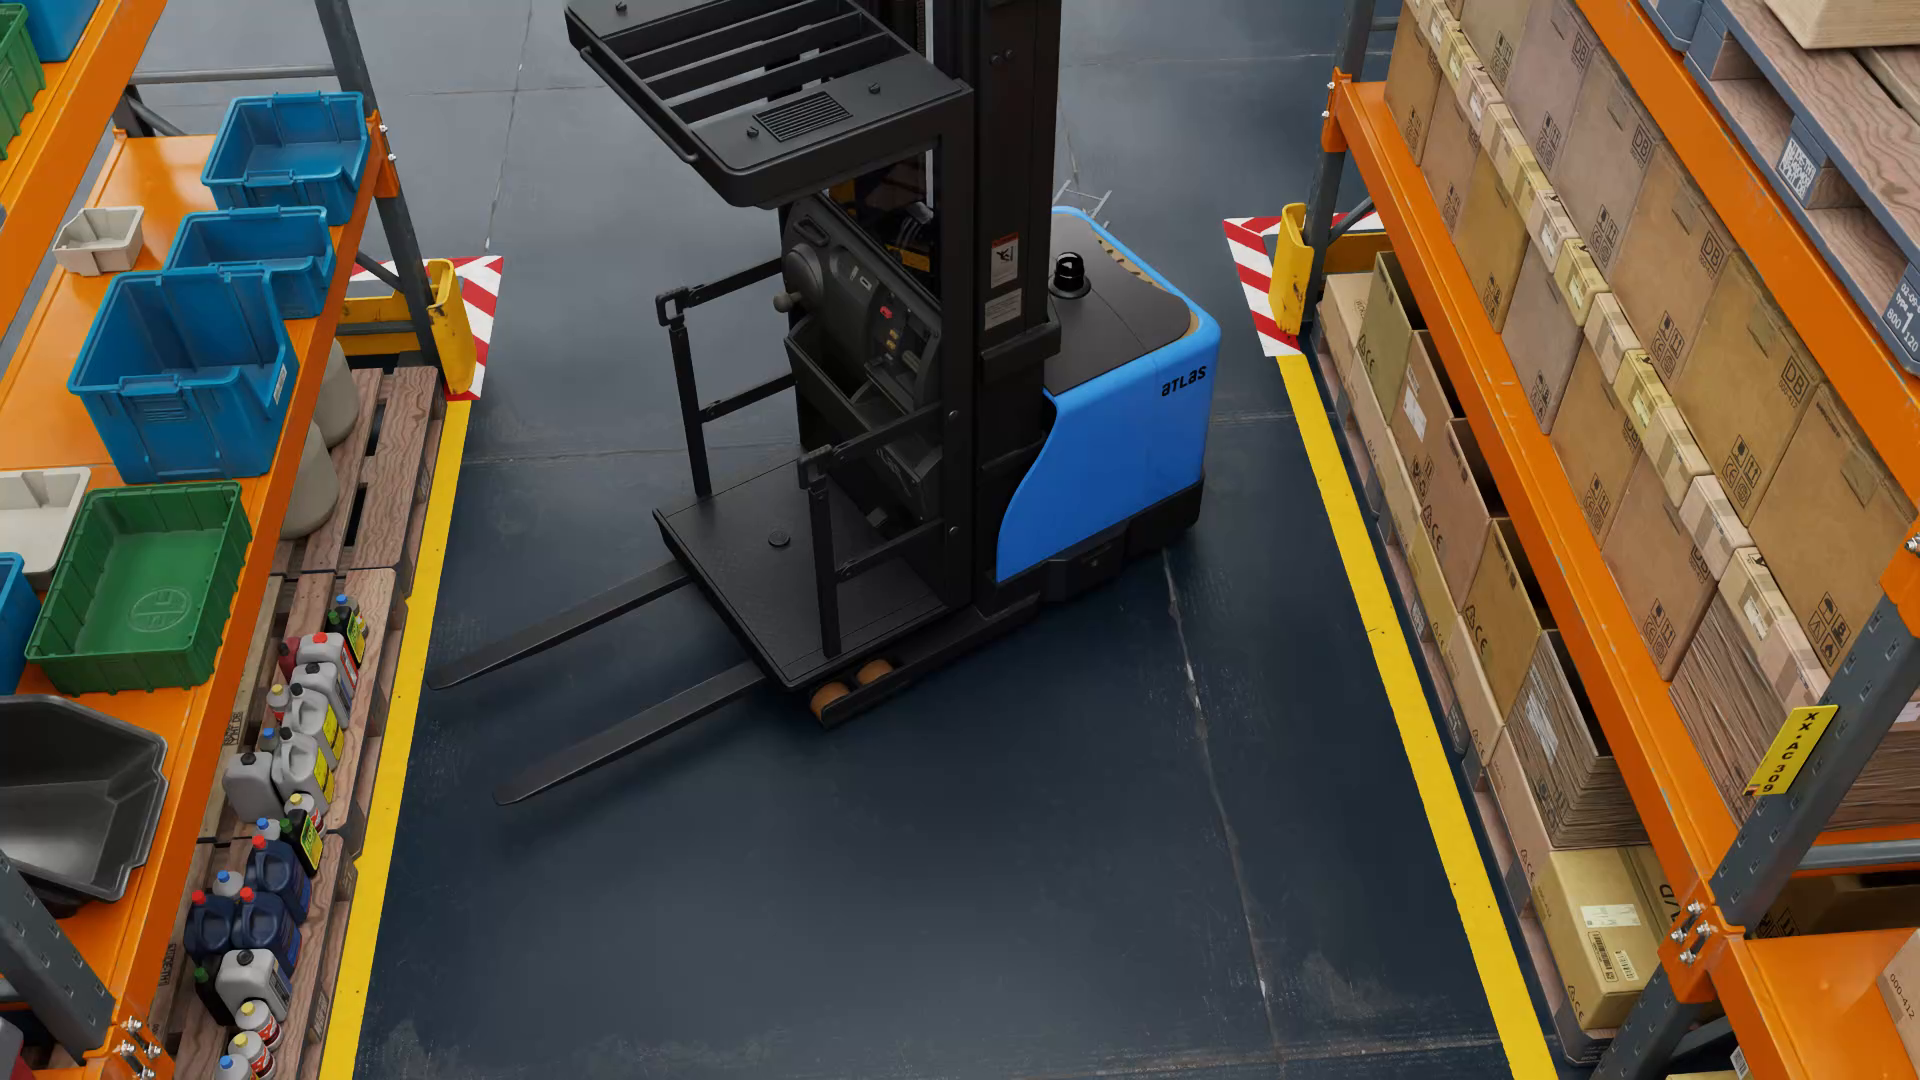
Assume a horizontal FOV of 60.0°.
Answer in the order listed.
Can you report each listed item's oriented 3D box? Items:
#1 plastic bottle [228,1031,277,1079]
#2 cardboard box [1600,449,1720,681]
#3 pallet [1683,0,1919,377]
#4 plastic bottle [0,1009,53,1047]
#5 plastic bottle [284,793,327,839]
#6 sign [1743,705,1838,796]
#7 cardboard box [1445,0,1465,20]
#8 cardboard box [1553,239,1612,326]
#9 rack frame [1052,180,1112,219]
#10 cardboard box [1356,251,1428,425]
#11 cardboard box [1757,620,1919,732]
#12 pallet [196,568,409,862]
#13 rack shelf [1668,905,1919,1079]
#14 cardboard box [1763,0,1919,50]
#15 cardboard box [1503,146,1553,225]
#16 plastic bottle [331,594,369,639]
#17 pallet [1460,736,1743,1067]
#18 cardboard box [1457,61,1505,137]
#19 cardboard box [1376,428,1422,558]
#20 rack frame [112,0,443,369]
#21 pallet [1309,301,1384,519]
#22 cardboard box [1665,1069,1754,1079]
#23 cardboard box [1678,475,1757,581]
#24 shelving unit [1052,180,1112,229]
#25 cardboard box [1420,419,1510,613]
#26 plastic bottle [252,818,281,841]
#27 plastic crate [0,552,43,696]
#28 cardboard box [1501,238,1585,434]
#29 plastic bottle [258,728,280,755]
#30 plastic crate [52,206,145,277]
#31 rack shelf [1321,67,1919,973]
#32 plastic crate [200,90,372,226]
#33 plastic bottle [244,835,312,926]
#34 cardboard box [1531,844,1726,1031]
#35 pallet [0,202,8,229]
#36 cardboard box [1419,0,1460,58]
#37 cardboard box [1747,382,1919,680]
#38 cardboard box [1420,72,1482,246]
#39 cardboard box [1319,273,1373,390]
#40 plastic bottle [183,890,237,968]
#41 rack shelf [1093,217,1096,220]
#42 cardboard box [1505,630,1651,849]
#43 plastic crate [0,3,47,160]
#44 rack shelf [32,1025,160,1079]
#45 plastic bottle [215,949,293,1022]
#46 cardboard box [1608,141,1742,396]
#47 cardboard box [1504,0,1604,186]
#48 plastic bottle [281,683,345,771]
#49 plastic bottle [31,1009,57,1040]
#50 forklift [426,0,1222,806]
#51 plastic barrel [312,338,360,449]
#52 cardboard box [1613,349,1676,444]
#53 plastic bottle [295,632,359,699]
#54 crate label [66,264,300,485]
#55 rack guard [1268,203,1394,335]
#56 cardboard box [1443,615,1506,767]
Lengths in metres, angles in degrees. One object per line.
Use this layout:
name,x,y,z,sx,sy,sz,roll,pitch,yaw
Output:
plastic bottle,-2.126,1.543,4.984,0.097,0.201,0.097,0,47,0
cardboard box,2.314,0.028,4.725,0.700,0.500,0.500,-4,47,-4
pallet,2.311,-0.852,3.623,1.003,0.211,1.213,-3,47,-3
plastic bottle,-2.869,1.374,5.041,0.144,0.351,0.185,-5,47,-4
plastic bottle,-2.198,0.921,5.572,0.097,0.201,0.097,0,47,0
sign,1.855,0.474,3.721,0.100,0.325,0.005,-3,47,-3
cardboard box,2.104,-2.234,5.974,0.700,0.500,0.500,-3,47,-3
cardboard box,2.042,-0.788,5.051,0.380,0.149,0.250,-2,47,-2
rack frame,0.396,-1.373,7.928,0.240,0.006,1.200,19,49,17
cardboard box,1.940,-0.824,6.689,0.500,0.500,0.500,-3,47,-3
cardboard box,2.172,0.323,3.999,0.380,0.149,0.250,-4,47,-3
pallet,-2.648,0.648,6.127,1.003,0.211,1.213,-3,47,-3
rack shelf,2.576,2.459,2.988,1.077,0.370,4.000,-3,47,-3
cardboard box,2.035,-1.230,3.706,0.380,0.149,0.250,-3,47,-3
cardboard box,2.002,-1.159,5.402,0.380,0.149,0.250,-4,47,-4
plastic bottle,-2.272,0.282,6.178,0.097,0.201,0.097,0,47,0
pallet,2.383,1.145,5.657,1.003,0.211,1.213,-3,47,-3
cardboard box,1.955,-1.536,5.760,0.380,0.149,0.250,-4,47,-4
cardboard box,1.984,-0.204,6.618,0.500,0.250,0.500,-3,47,-3
rack frame,-2.863,-1.832,6.555,1.000,3.000,0.127,-3,47,-3
pallet,2.179,-0.620,7.329,1.003,0.211,1.213,-3,47,-3
cardboard box,2.195,1.687,4.442,0.500,0.311,0.500,-3,47,-3
cardboard box,2.129,-0.045,4.348,0.380,0.149,0.250,-5,47,-4
shelving unit,0.396,-1.310,7.994,0.258,0.189,1.200,19,49,17
cardboard box,2.020,-0.100,6.003,0.500,0.500,0.500,-3,47,-3
plastic bottle,-2.247,0.999,5.450,0.097,0.271,0.097,0,47,0
plastic crate,-2.891,0.329,4.611,0.499,0.251,0.616,-3,47,-3
cardboard box,2.232,-0.706,5.420,0.700,0.500,0.500,-2,47,-2
plastic bottle,-2.366,0.725,5.759,0.097,0.201,0.097,0,47,0
plastic crate,-3.109,-1.074,6.019,0.298,0.136,0.250,-3,47,-3
rack shelf,2.241,-0.436,5.729,1.077,0.370,4.000,-3,47,-3
plastic crate,-2.523,-1.436,6.283,0.499,0.251,0.616,-3,47,-3
plastic bottle,-2.198,1.076,5.323,0.144,0.351,0.185,-5,47,-5
cardboard box,2.152,1.243,5.248,0.500,0.250,0.500,-3,47,-3
pallet,-2.686,-0.420,3.283,1.213,0.211,1.003,-3,47,-3
cardboard box,1.917,-1.899,6.104,0.380,0.149,0.250,-5,47,-4
cardboard box,2.365,-0.037,3.893,0.700,0.500,0.500,-3,47,-3
cardboard box,2.149,-1.446,6.121,0.700,0.500,0.500,-2,47,-2
cardboard box,1.897,-0.927,7.303,0.500,0.250,0.500,-3,47,-3
plastic bottle,-2.326,1.222,5.185,0.144,0.351,0.185,-3,47,-3
rack shelf,0.529,-1.518,8.191,0.258,0.180,0.103,19,49,17
cardboard box,2.121,0.623,5.319,0.500,0.500,0.500,-3,47,-3
plastic crate,-2.389,-1.054,3.899,0.336,0.188,0.450,-3,47,-3
rack shelf,-2.361,2.757,2.705,1.077,0.370,4.000,-3,47,-3
plastic bottle,-2.172,1.358,5.107,0.152,0.276,0.135,-2,47,-2
cardboard box,2.280,-0.765,4.583,0.700,0.500,0.500,-4,47,-3
cardboard box,2.197,-1.489,5.268,0.700,0.500,0.500,-3,47,-3
plastic bottle,-2.249,0.634,5.741,0.144,0.351,0.185,-2,47,-2
plastic bottle,-2.725,1.365,5.049,0.144,0.351,0.185,-3,47,-3
forklift,-0.517,-0.755,5.583,3.031,2.935,1.130,-26,52,-23
plastic barrel,-2.732,-0.649,6.859,0.421,0.512,0.421,0,47,0
cardboard box,2.089,-0.413,4.696,0.380,0.149,0.250,-4,47,-3
plastic bottle,-2.278,0.440,5.977,0.152,0.276,0.135,-3,47,-3
crate label,-2.439,-0.528,5.297,0.502,0.435,0.616,-3,47,-3
rack guard,2.071,-1.288,7.762,1.175,0.500,0.348,-3,47,-3
cardboard box,2.063,0.520,5.933,0.500,0.250,0.500,-3,47,-3
